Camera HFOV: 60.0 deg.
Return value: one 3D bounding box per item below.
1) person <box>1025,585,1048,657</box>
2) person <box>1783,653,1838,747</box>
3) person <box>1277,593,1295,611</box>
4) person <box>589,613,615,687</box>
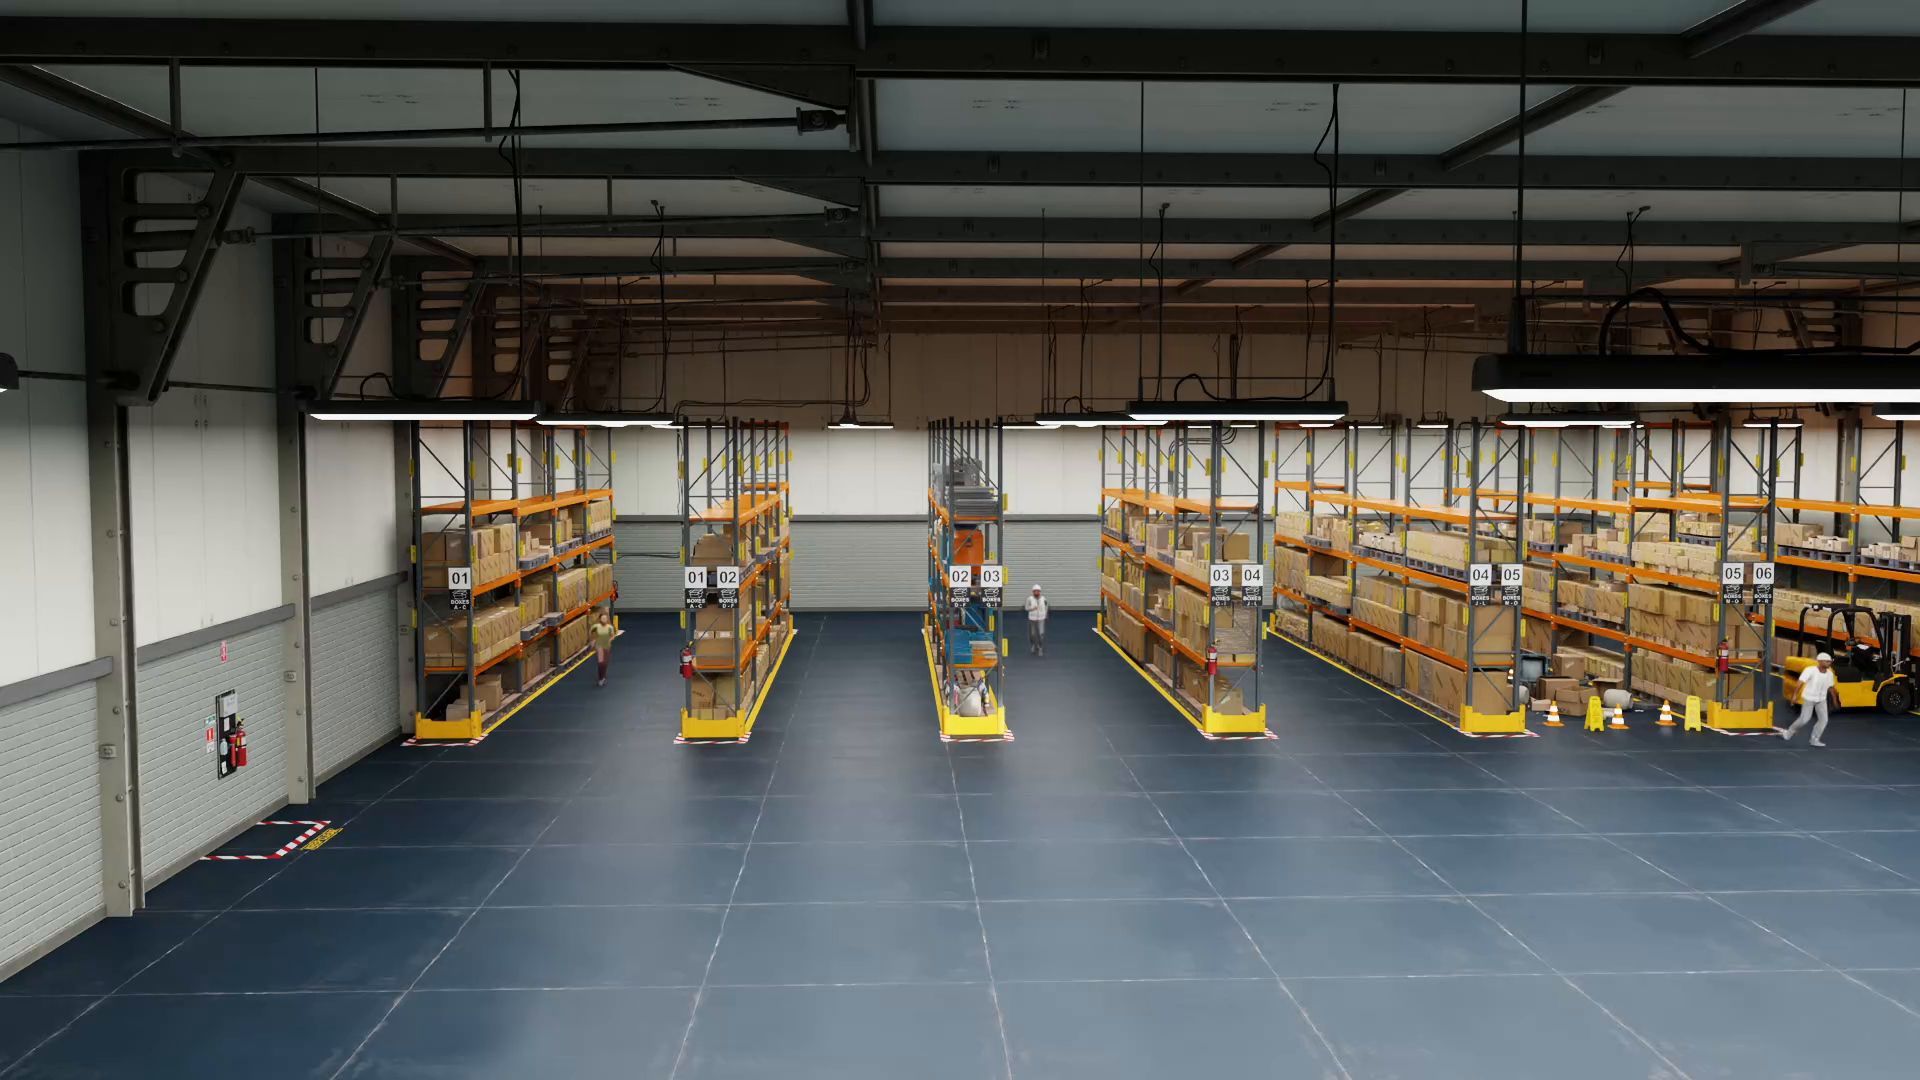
[{"bbox_3d":[1.960,2.054,42.558,0.638,1.827,0.864,0,4,-4],"label":"person"},{"bbox_3d":[15.516,2.890,30.354,0.783,1.711,0.733,-1,4,-13],"label":"person"},{"bbox_3d":[9.744,1.609,49.838,0.911,1.676,0.611,-3,5,-42],"label":"person"},{"bbox_3d":[-8.056,2.475,37.458,0.527,1.650,0.792,-2,4,-24],"label":"person"}]
